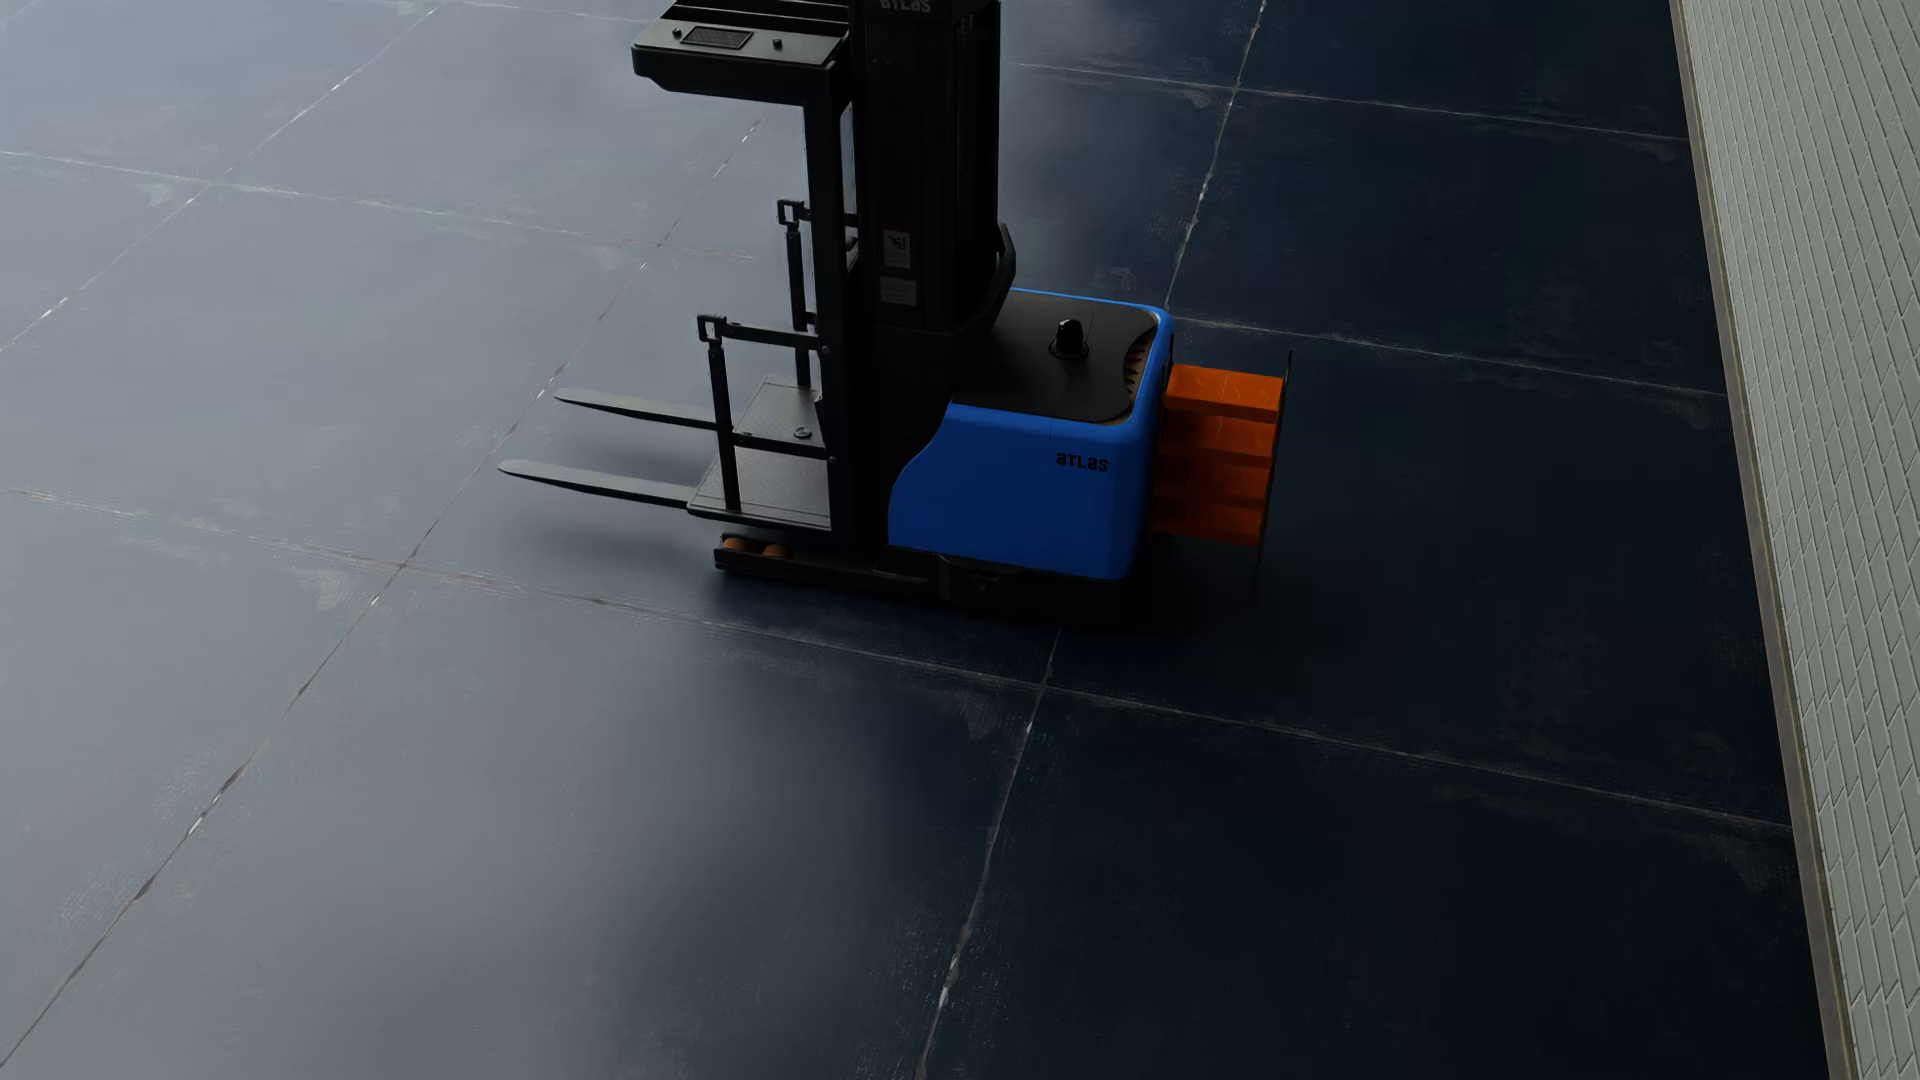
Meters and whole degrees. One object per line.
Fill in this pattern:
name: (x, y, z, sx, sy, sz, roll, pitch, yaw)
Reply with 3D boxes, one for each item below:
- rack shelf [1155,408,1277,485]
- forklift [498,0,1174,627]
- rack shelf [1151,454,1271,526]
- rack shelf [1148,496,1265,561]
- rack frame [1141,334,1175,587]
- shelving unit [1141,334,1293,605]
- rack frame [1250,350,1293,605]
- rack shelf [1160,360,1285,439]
rack shelf: (1.091, -0.403, 7.054, 0.480, 0.148, 0.258, 9, 41, 11)
forklift: (-0.624, -1.255, 6.965, 3.031, 2.935, 1.130, 9, 41, 11)
rack shelf: (1.091, -0.232, 7.198, 0.480, 0.148, 0.258, 9, 41, 11)
rack shelf: (1.091, -0.080, 7.325, 0.480, 0.148, 0.258, 9, 41, 11)
rack frame: (0.854, -0.322, 7.201, 0.015, 1.200, 0.240, 9, 41, 11)
shelving unit: (1.091, -0.283, 7.154, 0.503, 1.200, 0.258, 9, 41, 11)
rack frame: (1.327, -0.245, 7.108, 0.015, 1.200, 0.240, 9, 41, 11)
rack shelf: (1.091, -0.584, 6.902, 0.480, 0.148, 0.258, 9, 41, 11)
